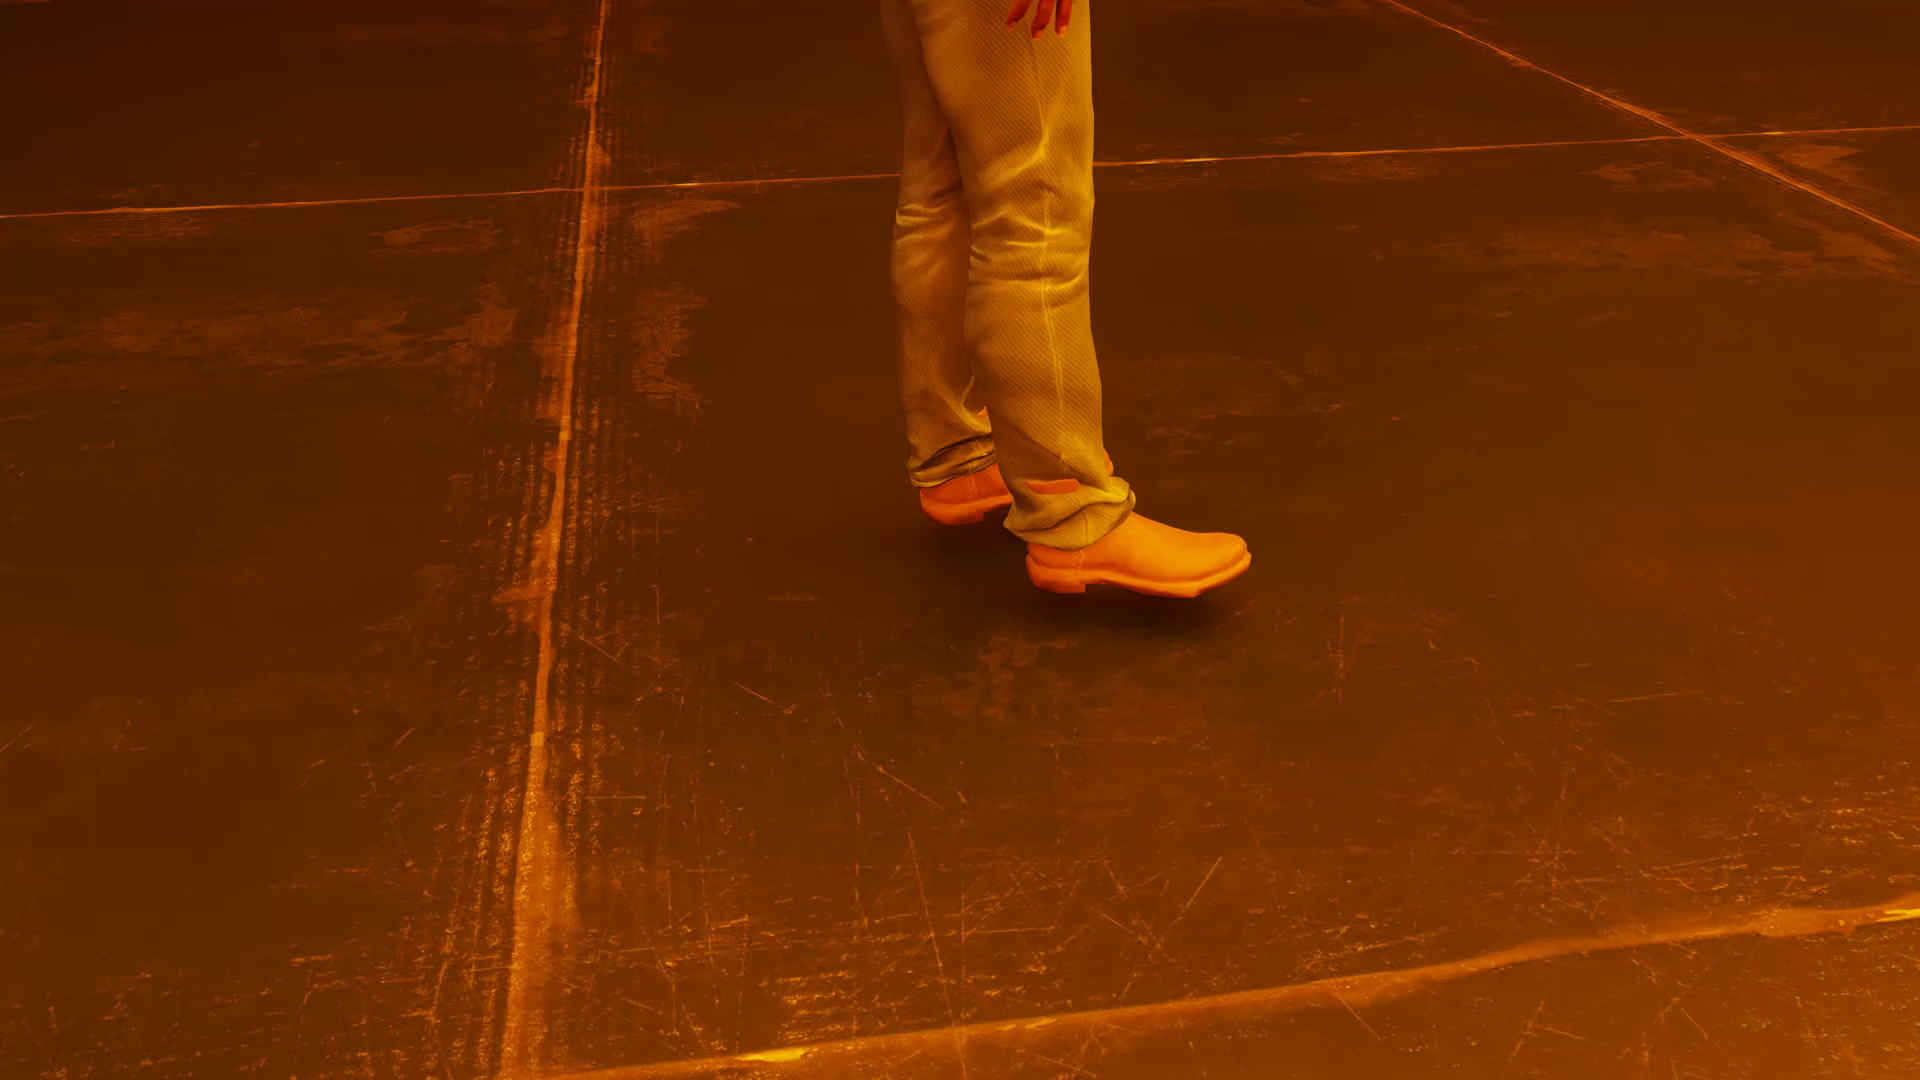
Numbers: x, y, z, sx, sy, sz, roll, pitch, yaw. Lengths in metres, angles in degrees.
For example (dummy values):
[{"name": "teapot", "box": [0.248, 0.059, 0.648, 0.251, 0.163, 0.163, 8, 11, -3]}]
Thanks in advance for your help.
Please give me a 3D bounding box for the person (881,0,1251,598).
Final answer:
[{"name": "person", "box": [0.070, -0.825, 2.069, 0.575, 1.767, 0.665, -5, 28, -9]}]
